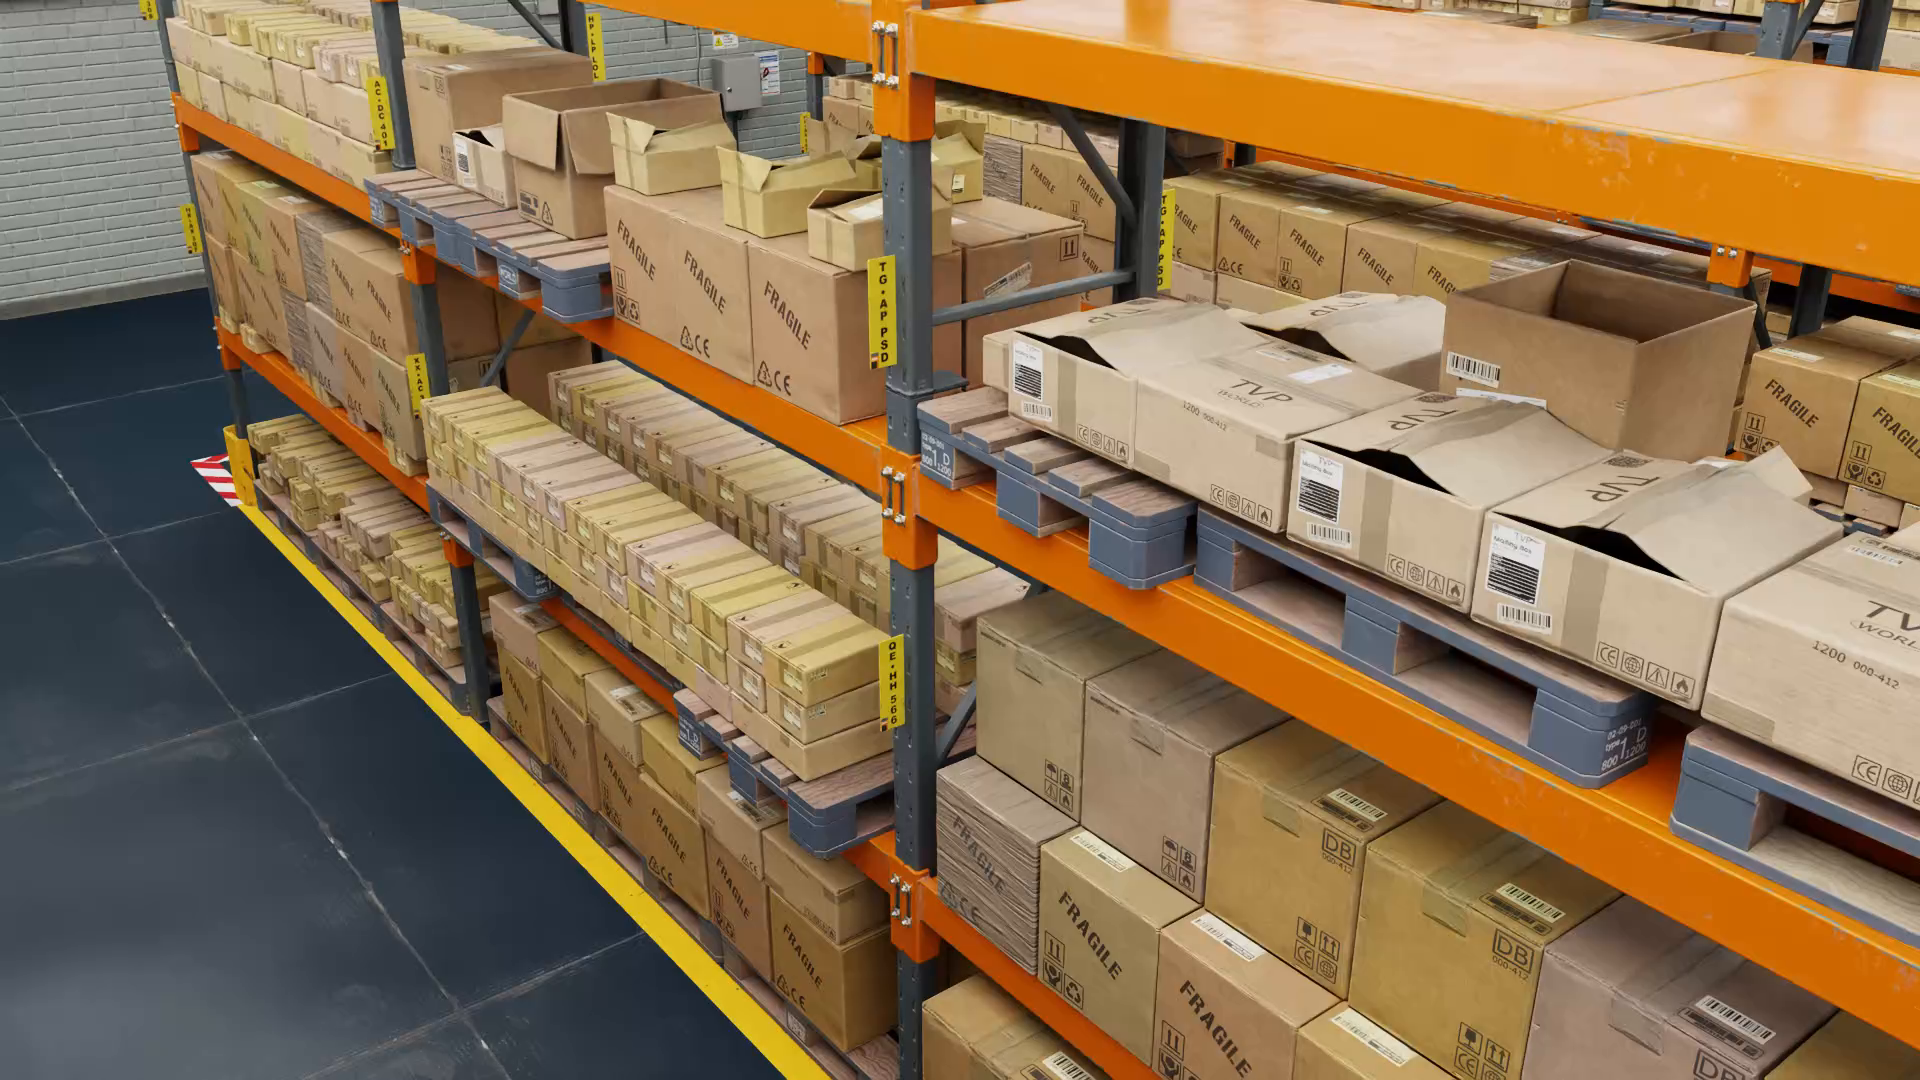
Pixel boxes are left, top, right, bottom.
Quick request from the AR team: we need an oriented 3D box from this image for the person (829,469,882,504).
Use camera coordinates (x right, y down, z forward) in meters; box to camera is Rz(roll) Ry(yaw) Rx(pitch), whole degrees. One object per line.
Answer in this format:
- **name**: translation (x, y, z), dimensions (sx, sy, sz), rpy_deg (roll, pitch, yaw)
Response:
- **person**: translation (-0.598, -0.724, 10.635), dimensions (0.540, 1.752, 0.764), rpy_deg (-13, 28, -26)
